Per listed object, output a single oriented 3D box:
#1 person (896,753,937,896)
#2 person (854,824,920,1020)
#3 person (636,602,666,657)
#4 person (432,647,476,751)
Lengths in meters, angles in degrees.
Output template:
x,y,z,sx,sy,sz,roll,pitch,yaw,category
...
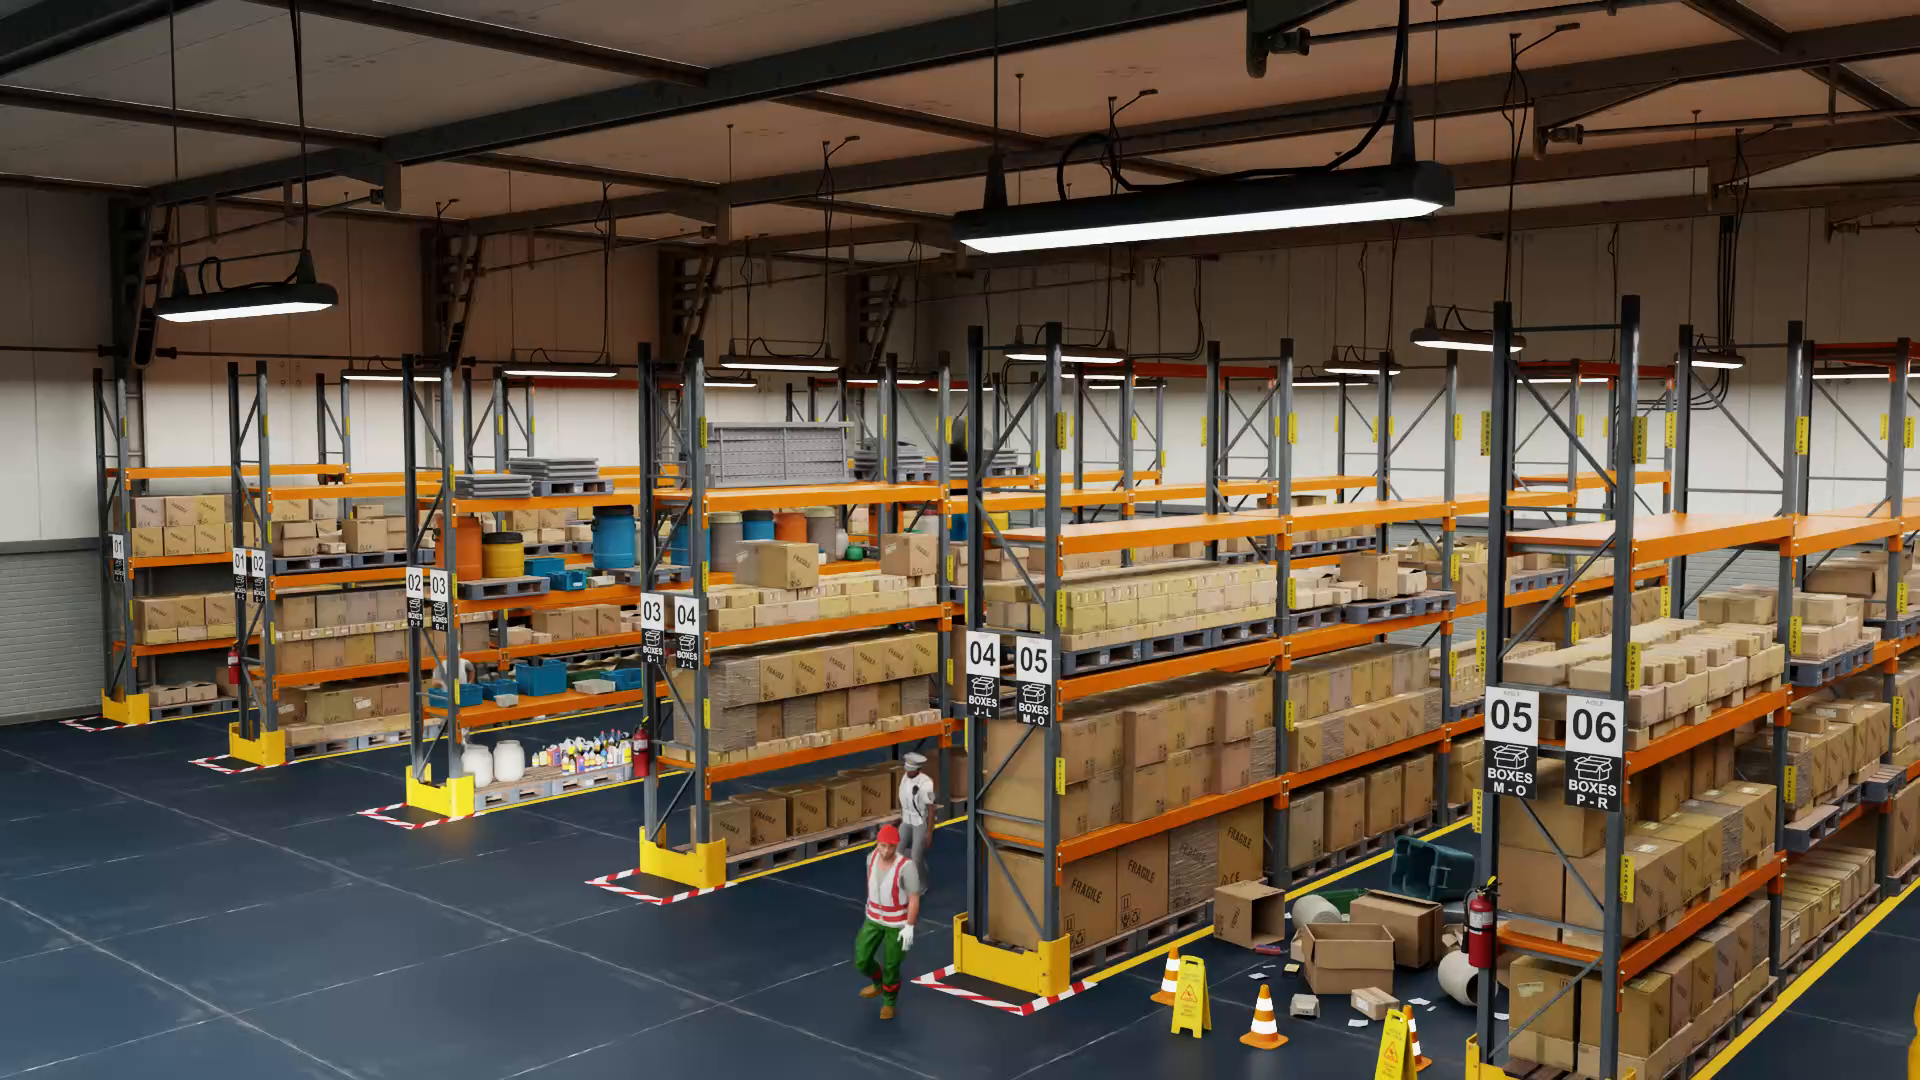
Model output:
x,y,z,sx,sy,sz,roll,pitch,yaw,category
-0.452,3.049,17.961,0.737,1.582,0.641,4,6,42,person
-0.623,3.254,14.248,0.698,1.734,0.615,2,5,26,person
-6.253,1.836,33.572,0.743,1.733,0.963,2,5,28,person
-7.756,2.430,25.473,0.598,1.738,0.875,-1,4,-8,person
